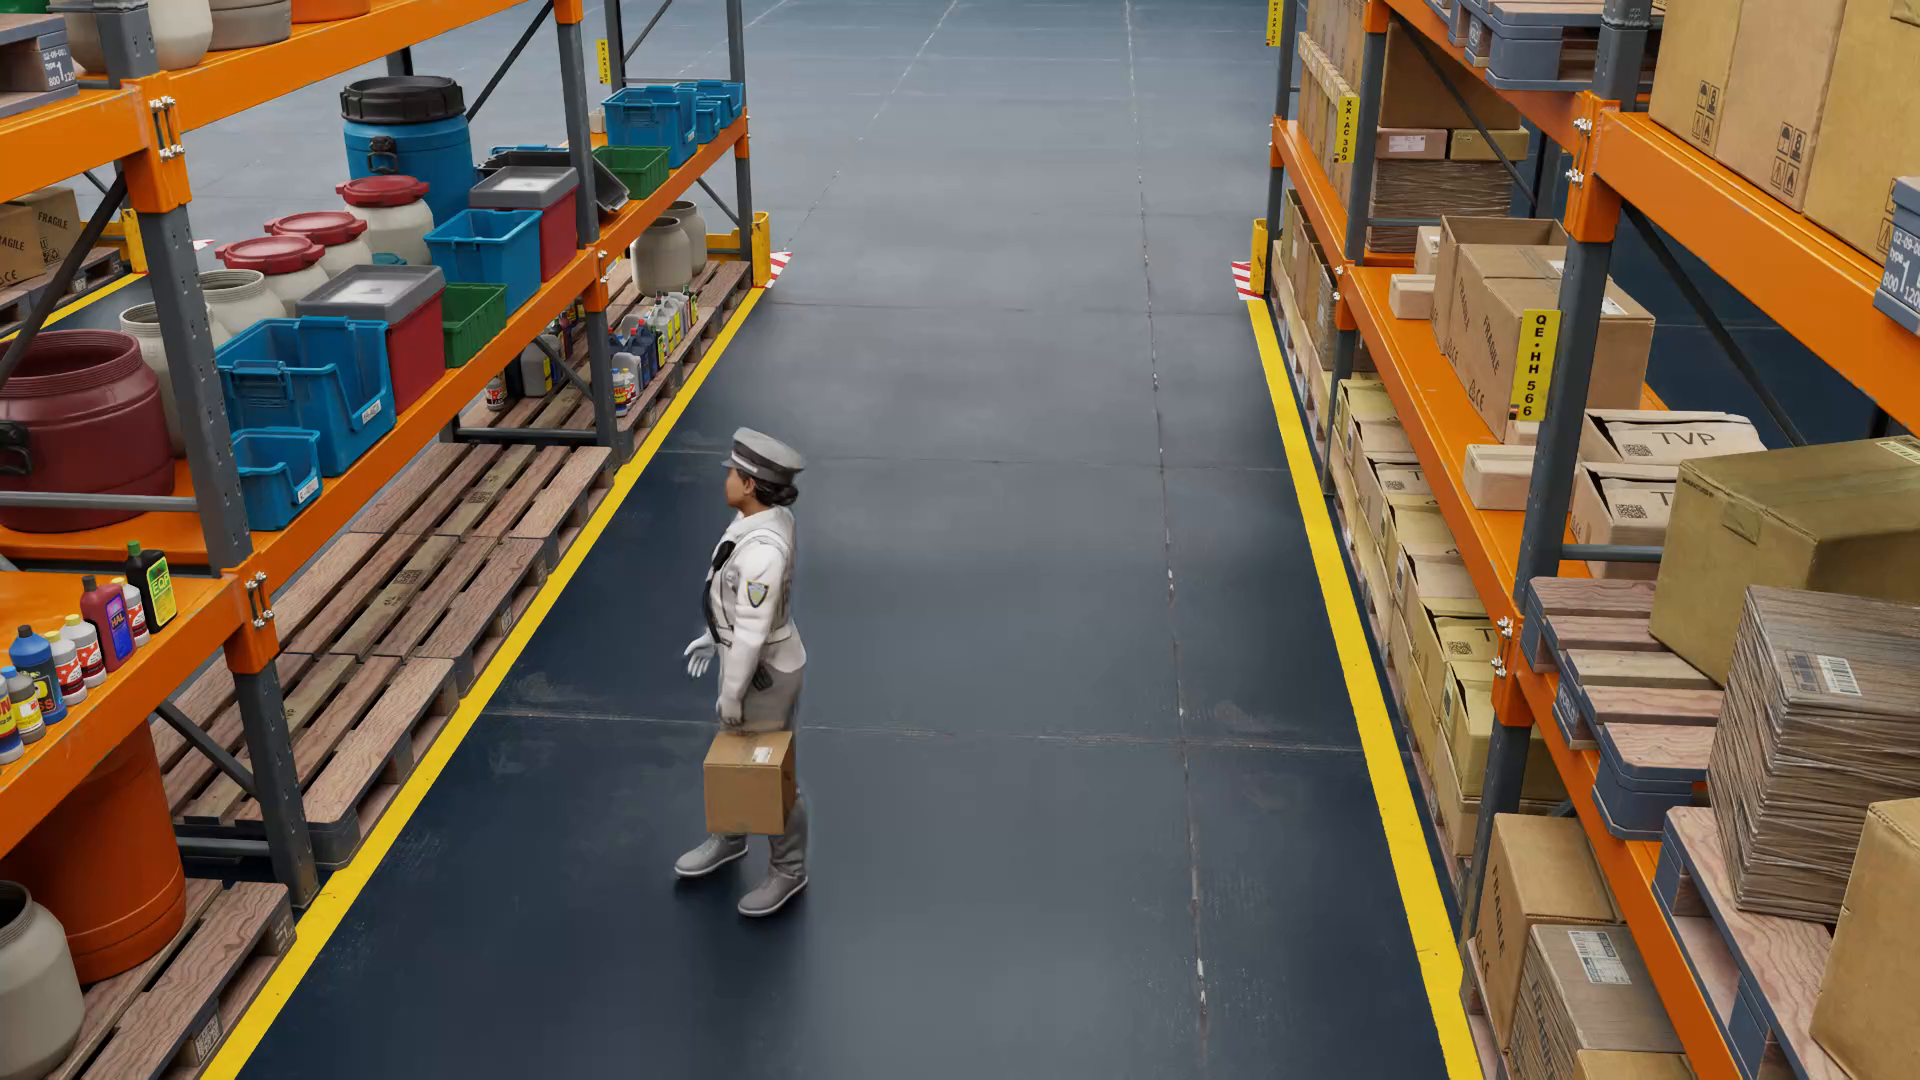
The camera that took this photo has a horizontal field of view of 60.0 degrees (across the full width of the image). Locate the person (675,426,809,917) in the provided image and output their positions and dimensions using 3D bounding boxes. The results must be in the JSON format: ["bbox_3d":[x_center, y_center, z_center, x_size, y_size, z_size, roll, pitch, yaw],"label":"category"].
[{"bbox_3d":[-0.735,0.457,5.553,0.533,1.681,0.501,-5,25,-11],"label":"person"}]
